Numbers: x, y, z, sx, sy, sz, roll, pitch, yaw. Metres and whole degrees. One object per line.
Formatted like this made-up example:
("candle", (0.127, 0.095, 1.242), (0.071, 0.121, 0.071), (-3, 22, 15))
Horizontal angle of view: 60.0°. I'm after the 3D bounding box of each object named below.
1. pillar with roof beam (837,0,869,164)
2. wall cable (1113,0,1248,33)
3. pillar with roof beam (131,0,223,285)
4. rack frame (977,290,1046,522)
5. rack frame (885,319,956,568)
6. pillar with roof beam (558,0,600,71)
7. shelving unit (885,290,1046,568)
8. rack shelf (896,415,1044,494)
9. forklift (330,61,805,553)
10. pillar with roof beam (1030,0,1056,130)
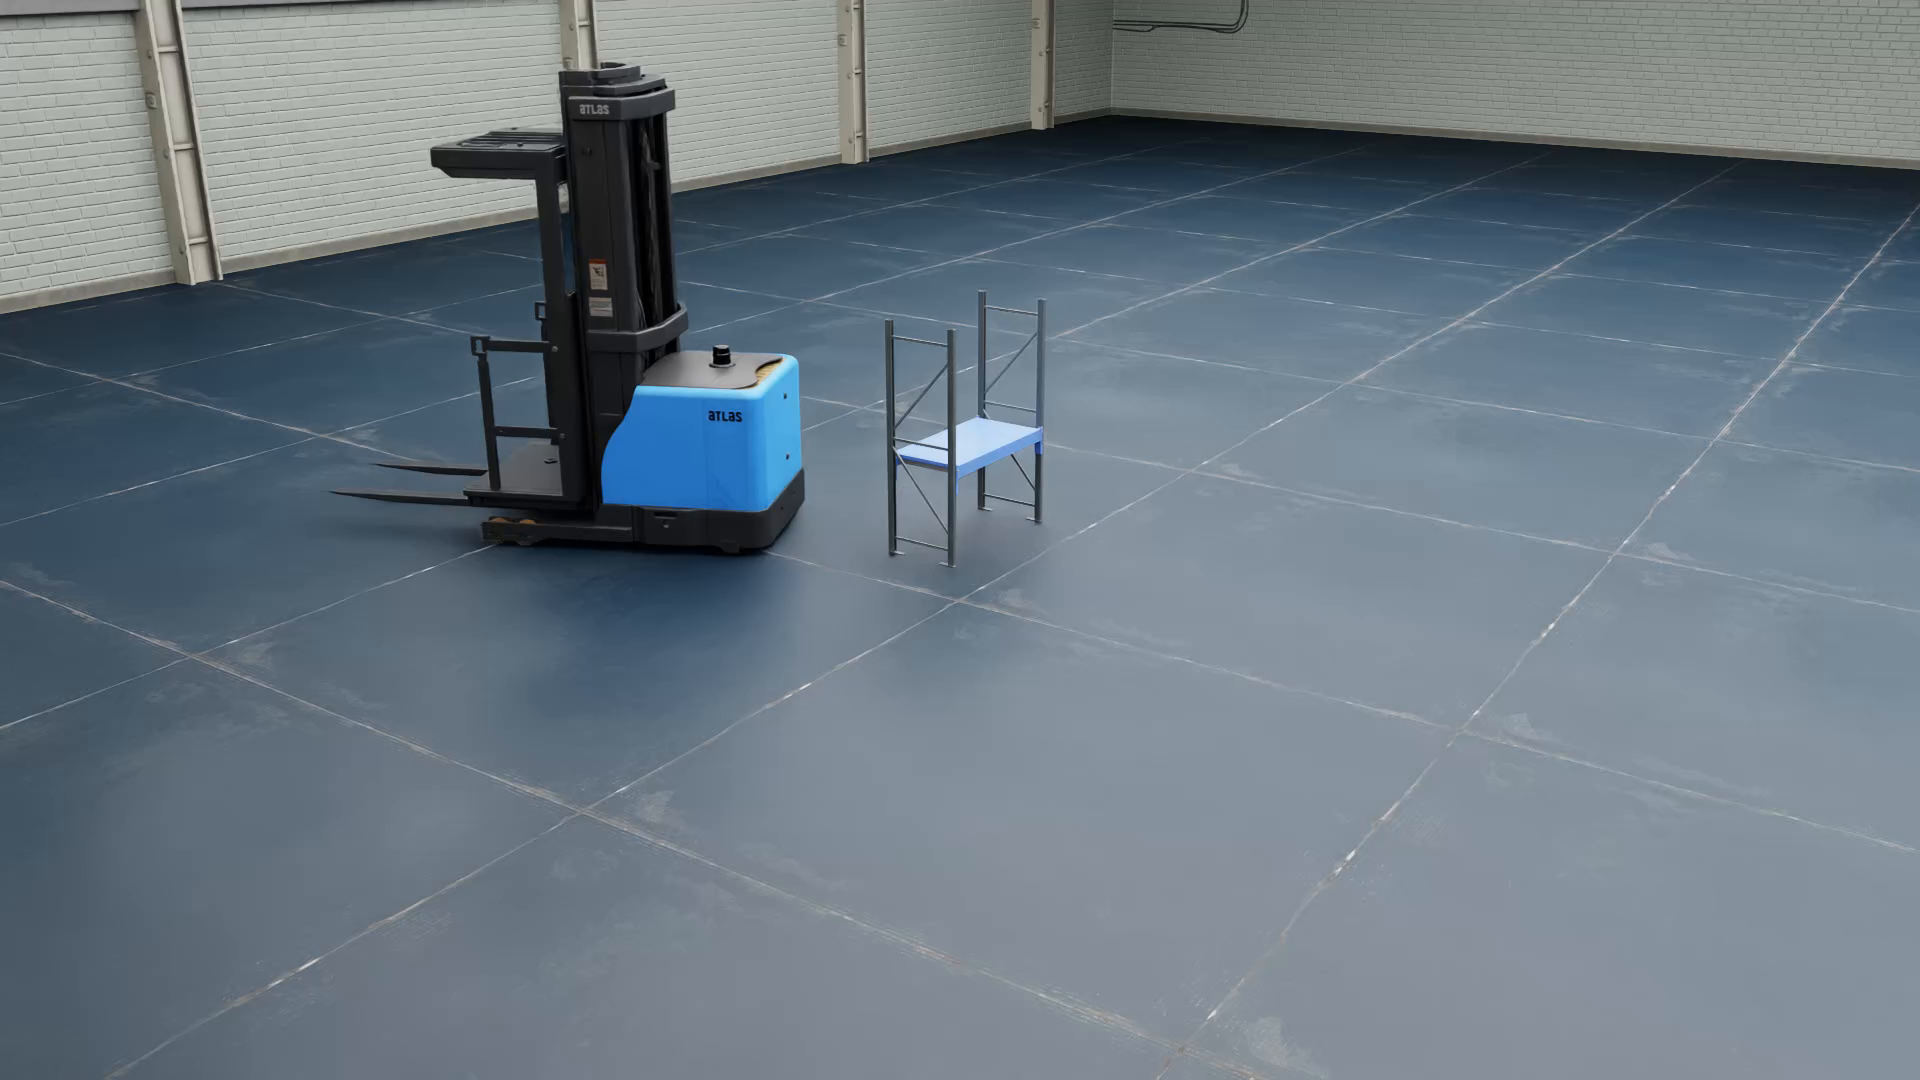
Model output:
("pillar with roof beam", (1.795, -9.726, 24.088), (9.100, 9.000, 0.400), (13, 24, 32))
("wall cable", (4.357, -11.418, 33.138), (3.097, 2.526, 0.112), (13, 24, 32))
("pillar with roof beam", (-4.951, -6.283, 14.780), (9.100, 9.000, 0.400), (13, 24, 32))
("rack frame", (0.334, -0.874, 10.965), (0.500, 1.500, 0.032), (13, 24, 32))
("rack frame", (-0.238, -0.582, 10.177), (0.500, 1.500, 0.032), (13, 24, 32))
("pillar with roof beam", (-1.578, -8.005, 19.434), (9.100, 9.000, 0.400), (13, 24, 32))
("shelving unit", (0.048, -0.728, 10.571), (0.538, 1.500, 1.048), (13, 24, 32))
("rack shelf", (0.048, -0.559, 10.633), (0.538, 0.185, 1.000), (13, 24, 32))
("forklift", (-2.616, -1.515, 10.635), (3.031, 2.935, 1.130), (3, 21, 9))
("pillar with roof beam", (5.167, -11.448, 28.742), (9.100, 9.000, 0.400), (13, 24, 32))
